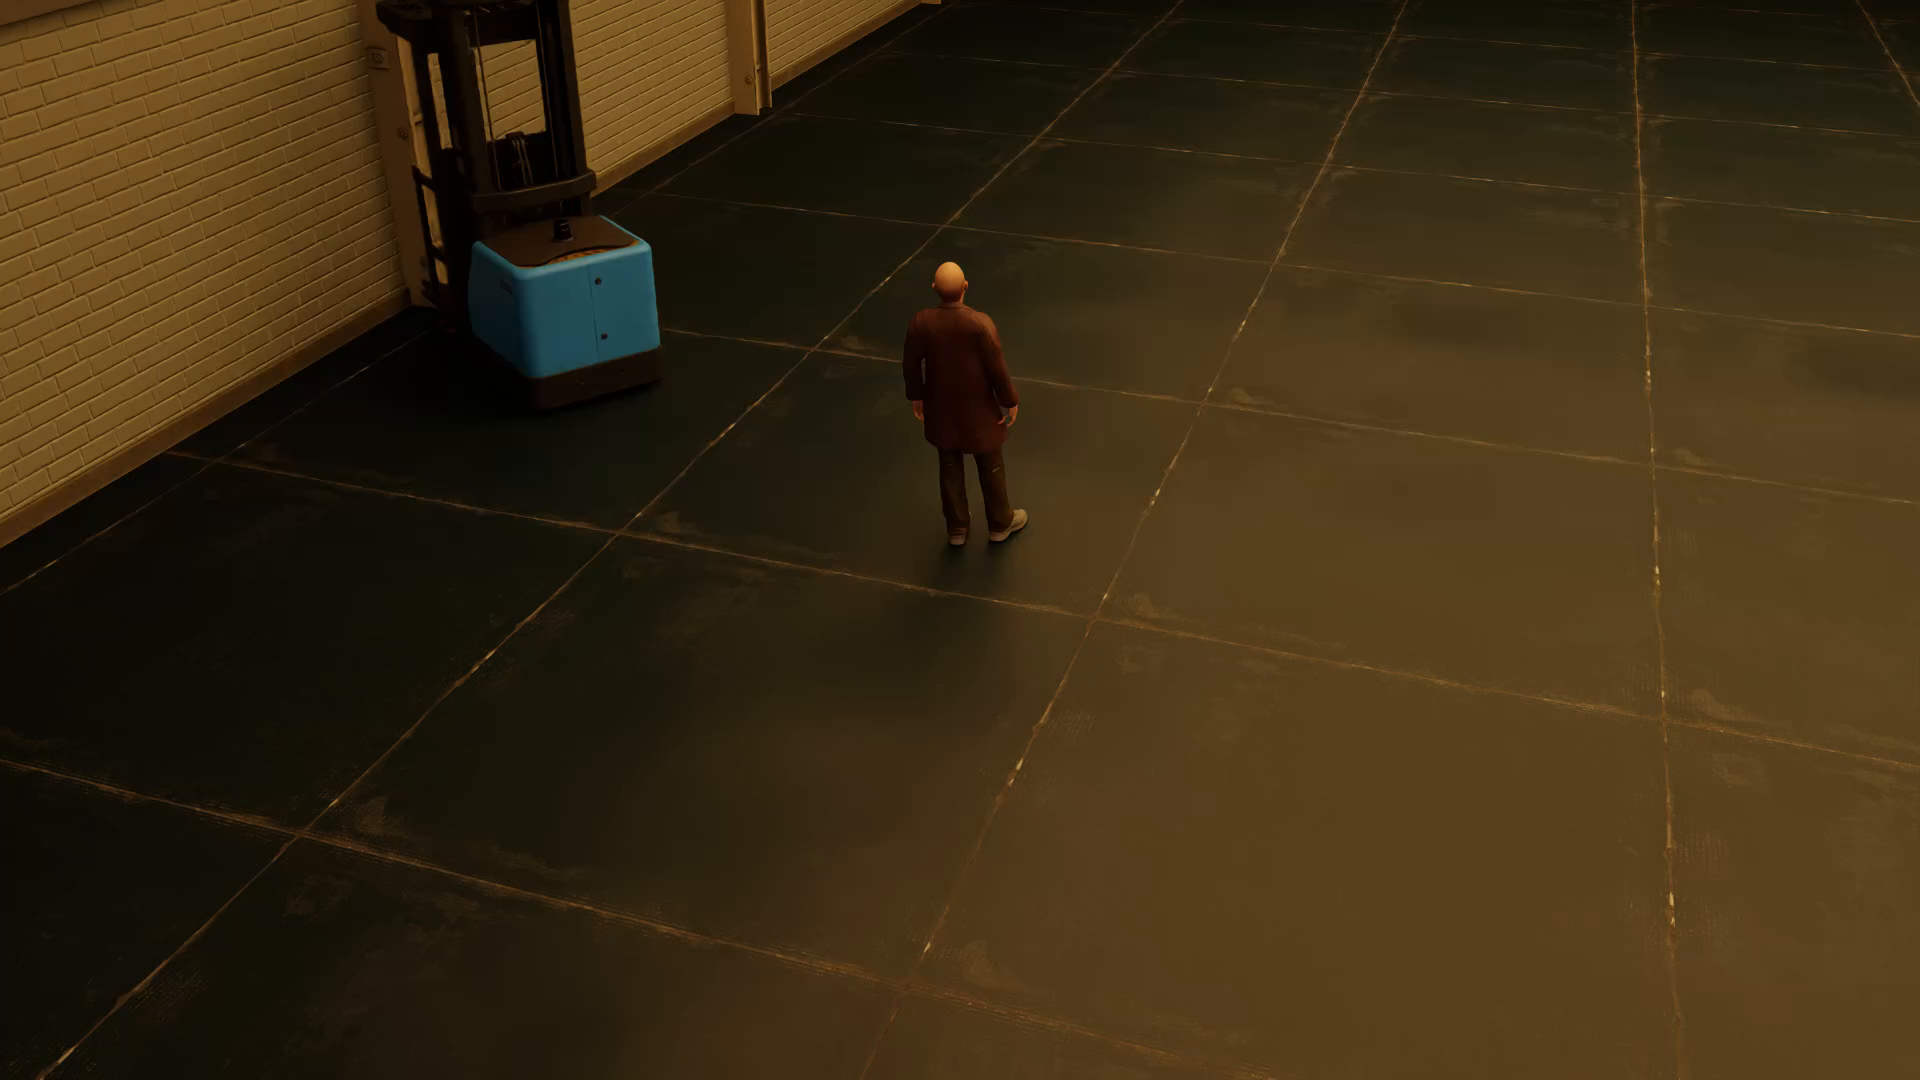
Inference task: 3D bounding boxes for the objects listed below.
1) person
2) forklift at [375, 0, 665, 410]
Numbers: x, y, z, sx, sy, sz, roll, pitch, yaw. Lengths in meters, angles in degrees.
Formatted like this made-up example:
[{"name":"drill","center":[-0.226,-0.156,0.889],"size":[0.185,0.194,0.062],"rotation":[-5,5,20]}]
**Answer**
[{"name":"person","center":[0.034,-0.820,9.725],"size":[0.696,1.775,0.582],"rotation":[10,31,16]},{"name":"forklift","center":[-3.410,-2.846,12.129],"size":[1.130,2.935,3.031],"rotation":[-20,35,-31]}]
